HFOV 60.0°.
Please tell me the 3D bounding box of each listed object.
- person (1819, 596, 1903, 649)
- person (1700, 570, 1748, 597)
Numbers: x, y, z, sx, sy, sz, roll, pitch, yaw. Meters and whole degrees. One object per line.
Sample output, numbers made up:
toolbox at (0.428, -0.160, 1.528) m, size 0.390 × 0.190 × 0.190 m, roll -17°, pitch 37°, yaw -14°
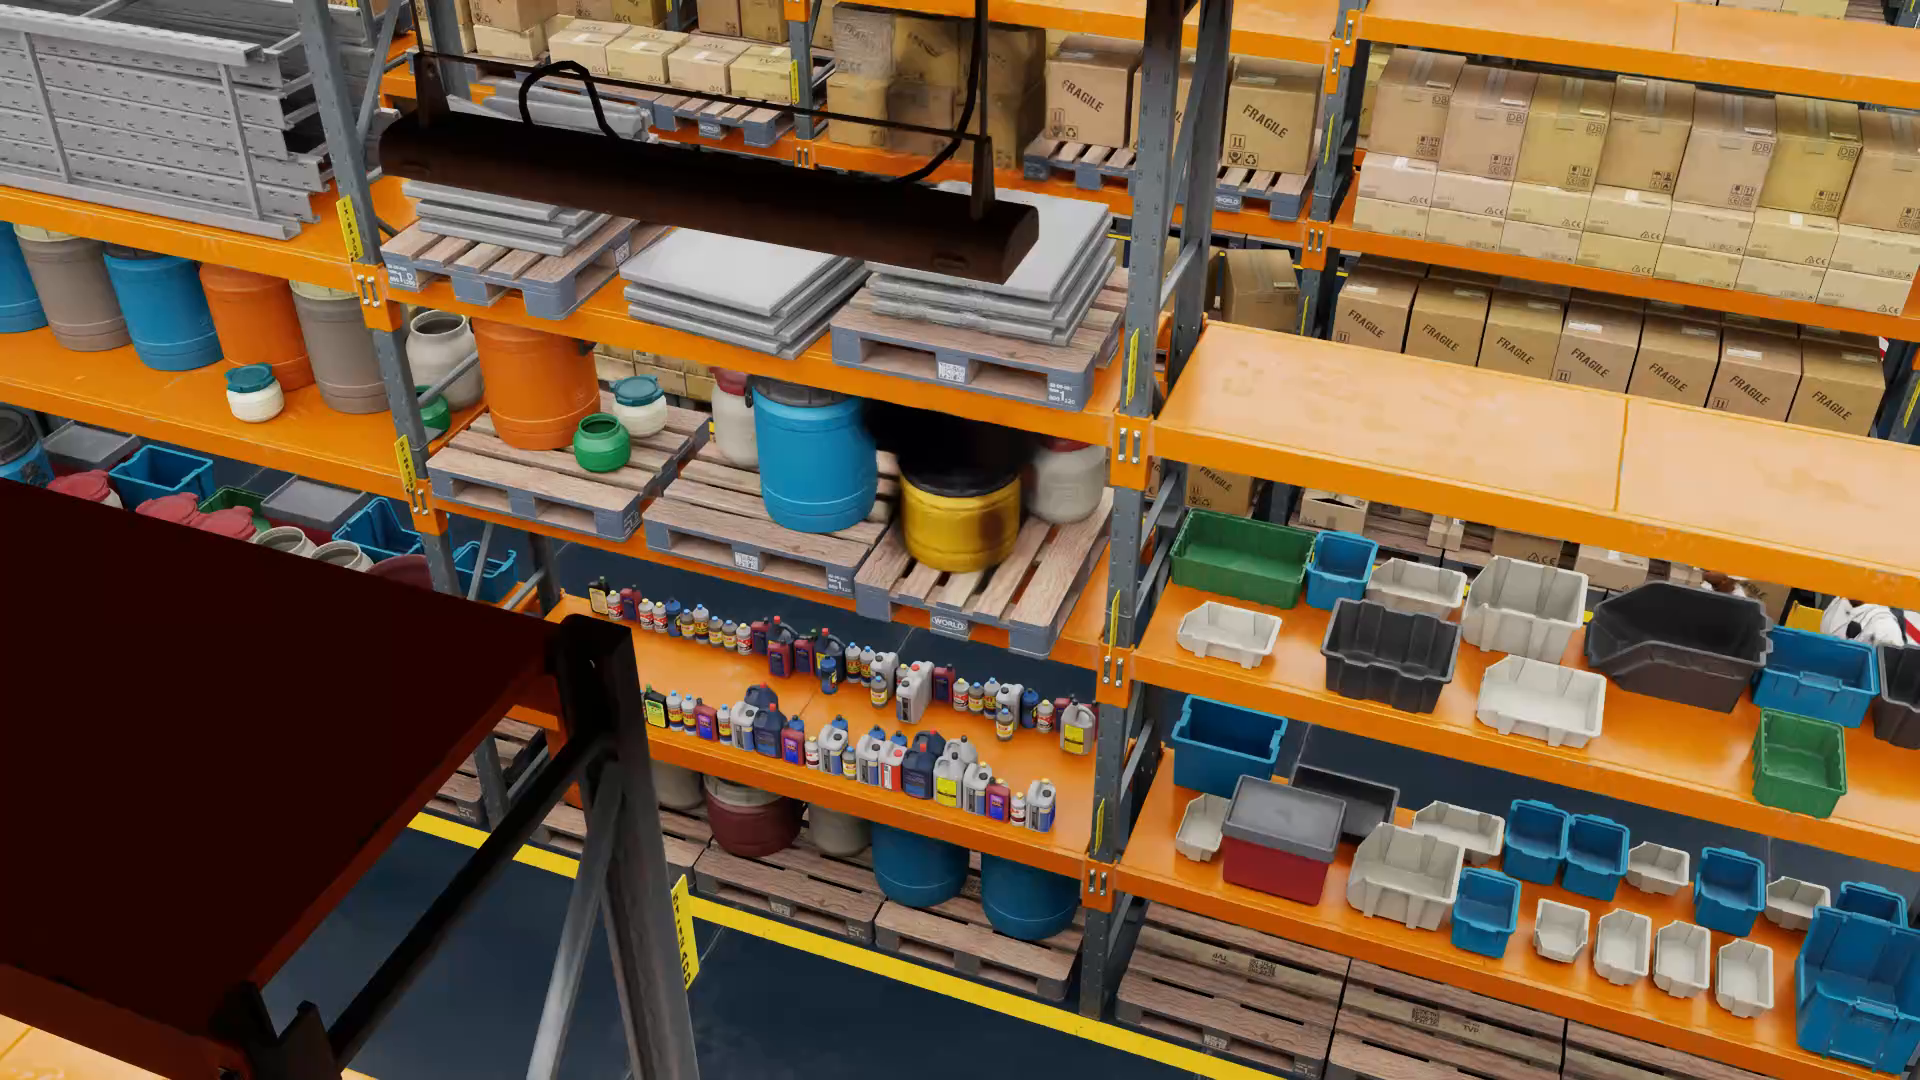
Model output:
person at (5.737, 0.877, 10.744) m, size 0.805 × 1.802 × 0.655 m, roll -9°, pitch 37°, yaw -11°
person at (4.798, 0.775, 10.898) m, size 0.538 × 1.727 × 0.725 m, roll 2°, pitch 37°, yaw 3°
